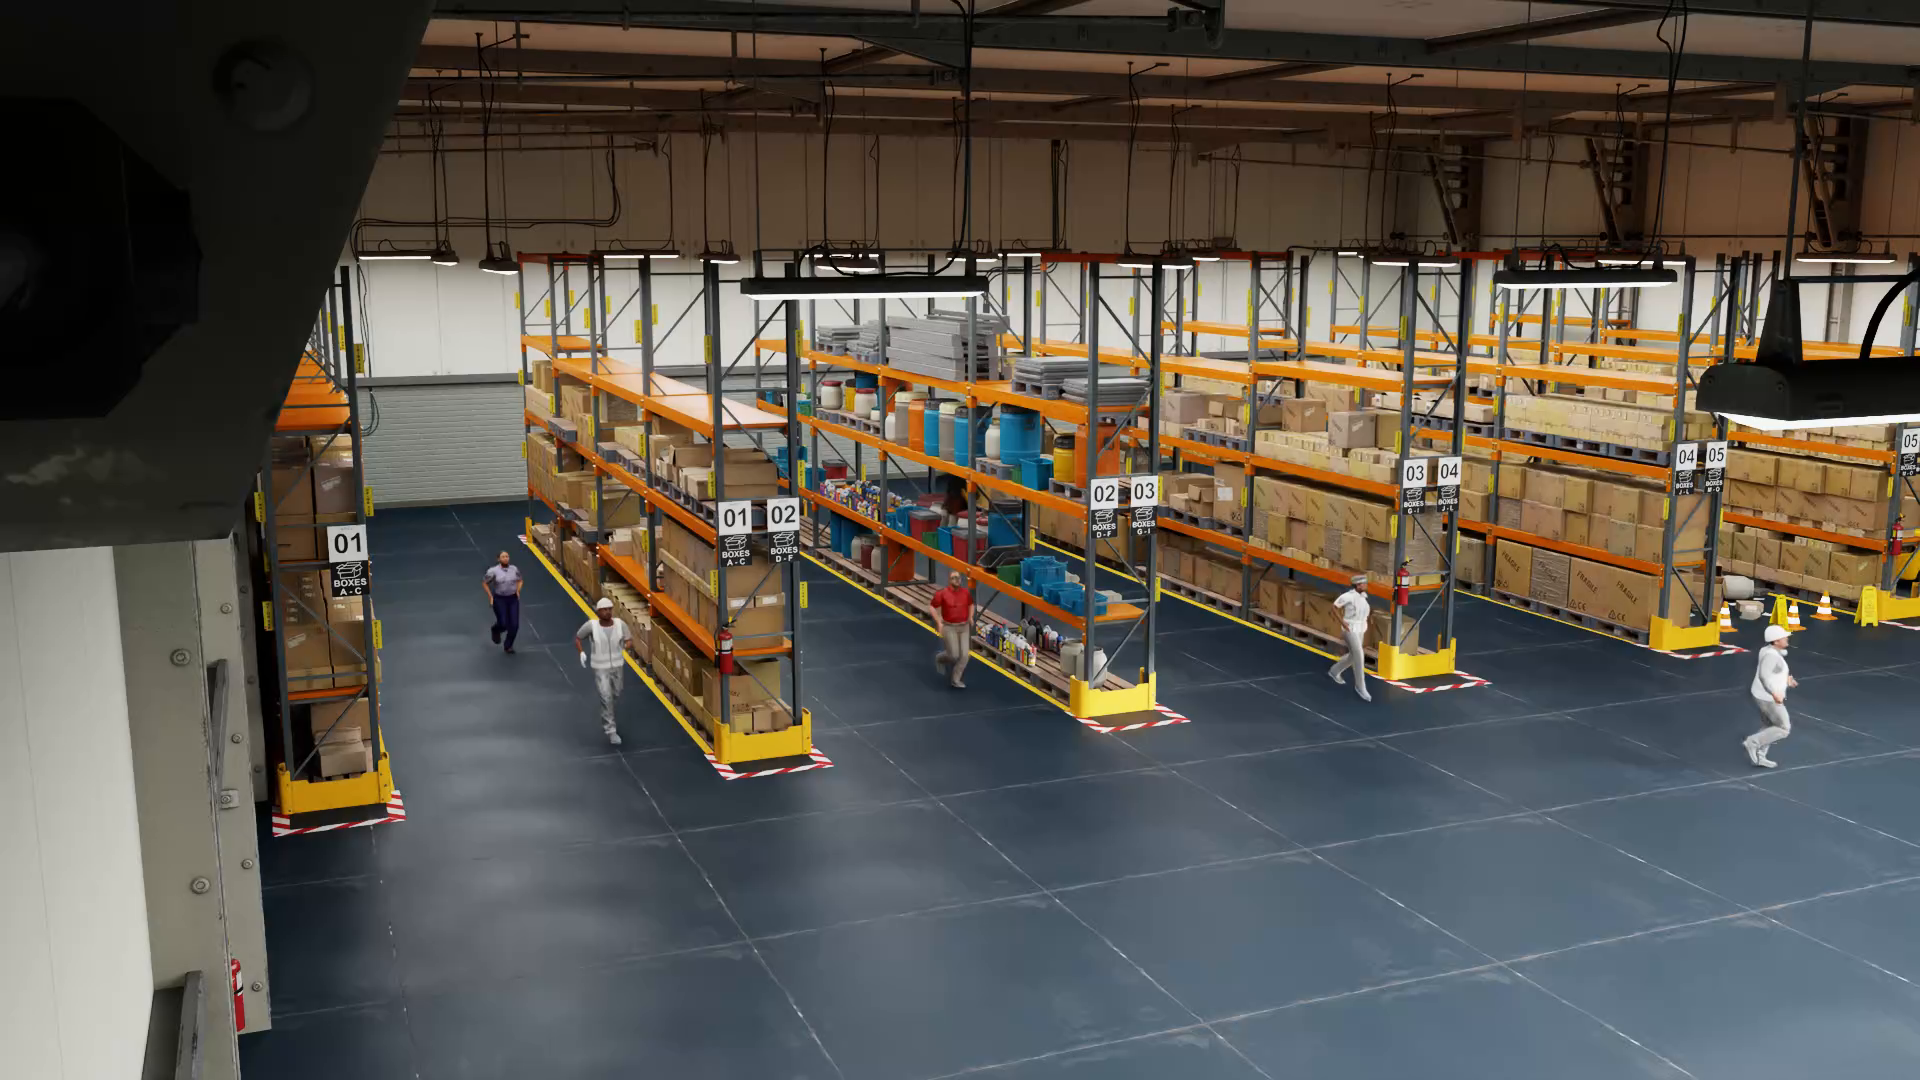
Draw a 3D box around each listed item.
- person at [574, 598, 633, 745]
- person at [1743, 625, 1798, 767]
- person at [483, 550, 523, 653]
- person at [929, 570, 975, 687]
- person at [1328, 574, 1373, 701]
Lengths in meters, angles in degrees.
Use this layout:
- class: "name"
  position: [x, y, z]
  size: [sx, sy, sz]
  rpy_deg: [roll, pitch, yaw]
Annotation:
- class: "person"
  position: [-4.473, 1.611, 21.115]
  size: [0.683, 1.777, 0.992]
  rpy_deg: [-6, 12, -31]
- class: "person"
  position: [9.761, 1.876, 19.993]
  size: [0.604, 1.743, 0.652]
  rpy_deg: [3, 11, 14]
- class: "person"
  position: [-6.953, 0.944, 25.459]
  size: [0.607, 1.593, 0.551]
  rpy_deg: [-7, 13, -34]
- class: "person"
  position: [-0.071, 1.256, 23.562]
  size: [0.678, 1.672, 0.591]
  rpy_deg: [-5, 12, -26]
- class: "person"
  position: [5.539, 1.300, 23.280]
  size: [0.583, 1.701, 0.918]
  rpy_deg: [-9, 14, -41]
